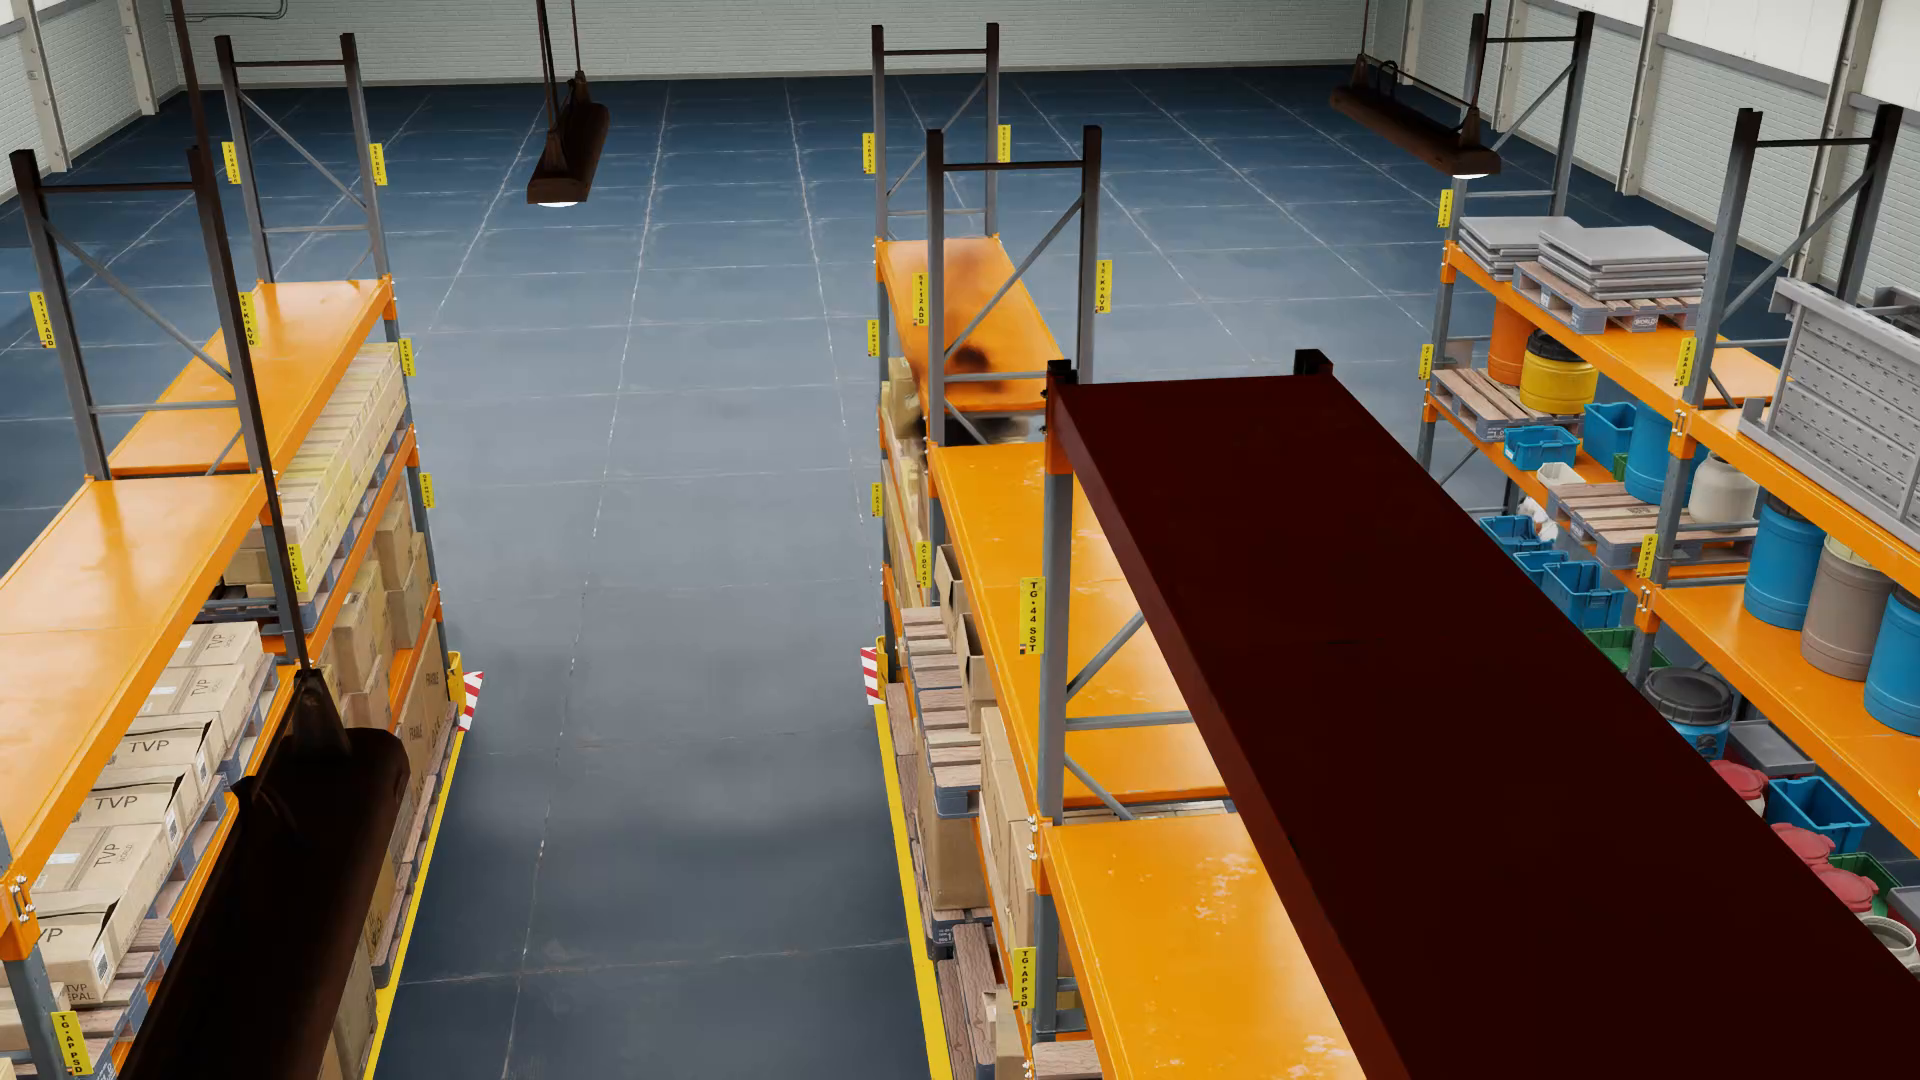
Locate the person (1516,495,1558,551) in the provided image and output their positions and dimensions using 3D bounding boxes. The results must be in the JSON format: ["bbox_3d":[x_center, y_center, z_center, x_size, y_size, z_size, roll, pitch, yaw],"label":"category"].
[{"bbox_3d":[5.719,-0.001,16.609,0.686,1.631,0.906,-22,33,-38],"label":"person"}]
